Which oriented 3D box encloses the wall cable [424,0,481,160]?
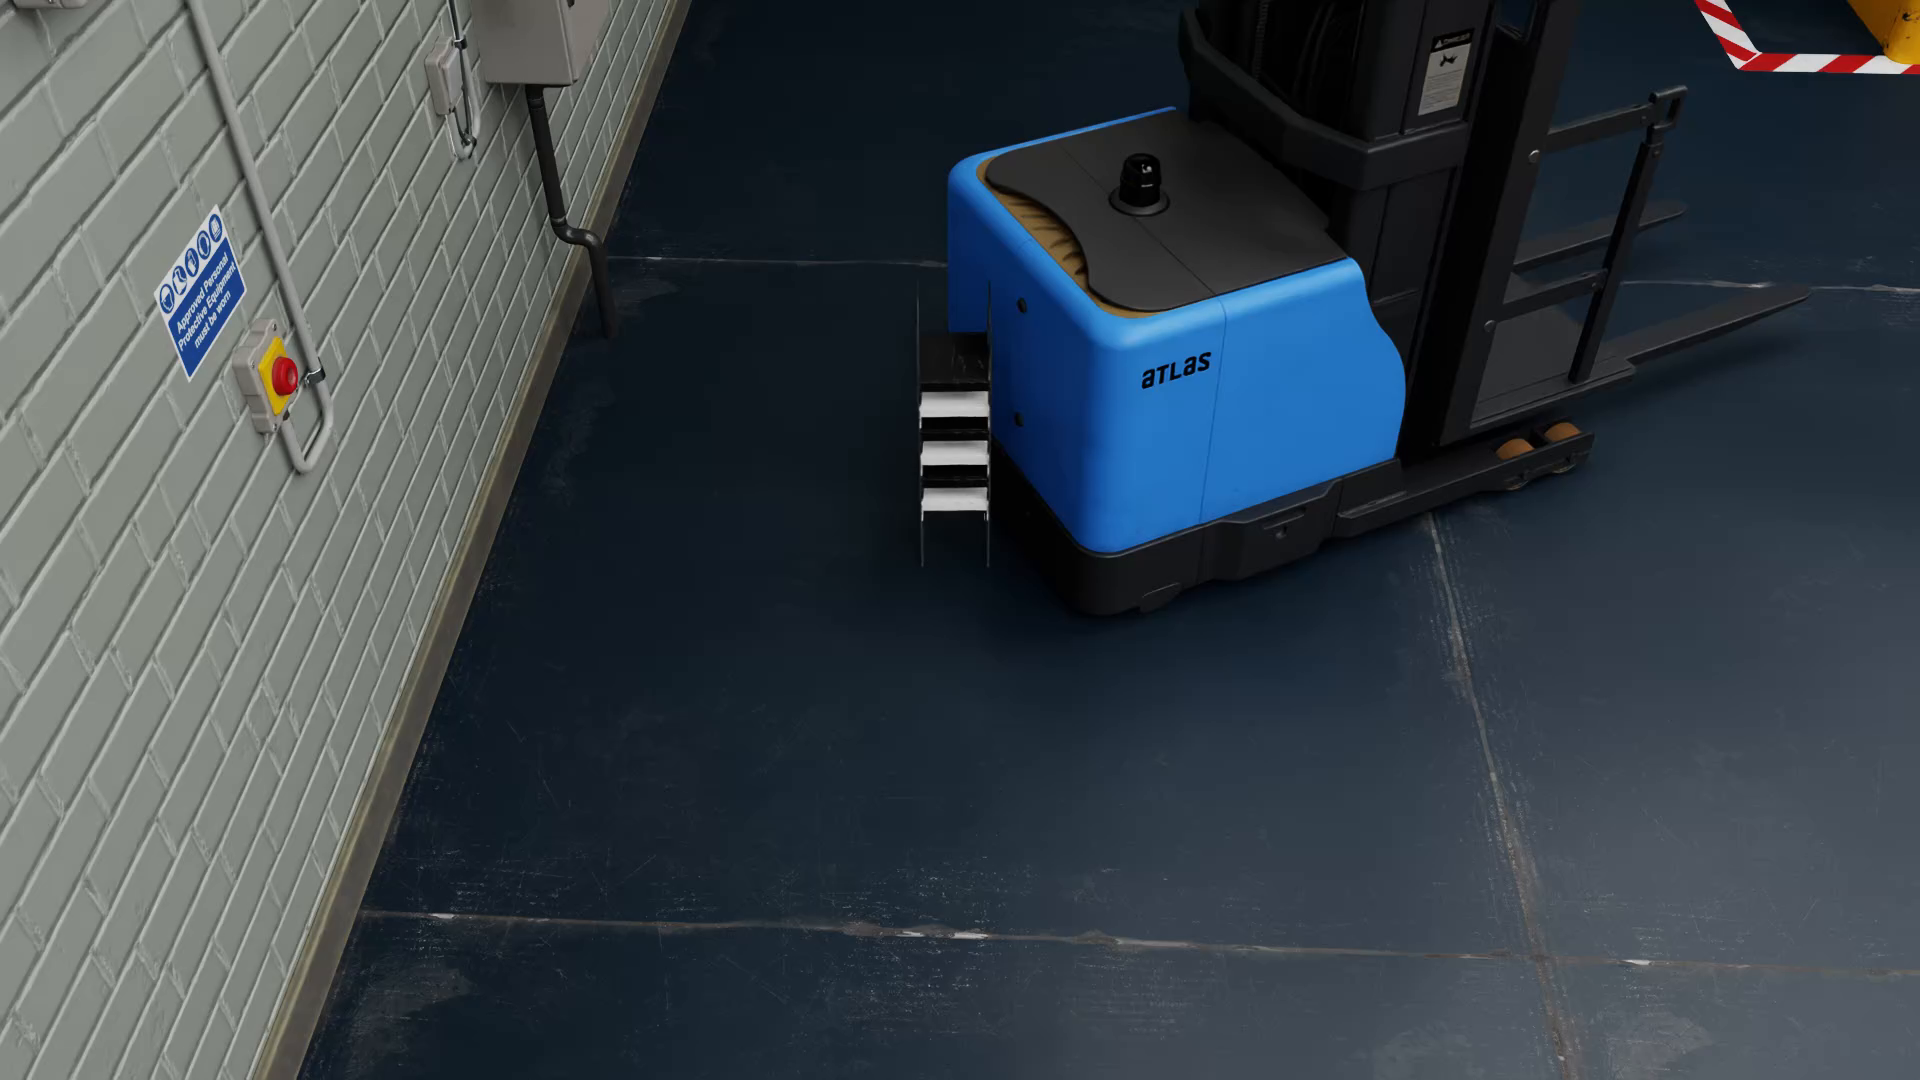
[{"bbox_3d":[-1.430,-1.776,4.211,0.122,1.984,0.588,2,43,2],"label":"wall cable"}]

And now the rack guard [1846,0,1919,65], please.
[{"bbox_3d":[4.448,-2.744,7.829,0.348,0.500,1.175,2,43,2],"label":"rack guard"}]

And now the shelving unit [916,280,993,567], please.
[{"bbox_3d":[-0.017,-0.327,4.940,0.210,0.900,0.258,-1,43,-1],"label":"shelving unit"}]

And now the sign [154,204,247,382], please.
[{"bbox_3d":[-1.545,-0.506,3.395,0.001,0.218,0.327,2,43,2],"label":"sign"}]

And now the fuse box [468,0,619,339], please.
[{"bbox_3d":[-1.242,-1.393,5.490,0.414,1.711,0.539,2,43,2],"label":"fuse box"}]

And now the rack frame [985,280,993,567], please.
[{"bbox_3d":[0.085,-0.328,4.941,0.006,0.900,0.240,-1,43,-1],"label":"rack frame"}]

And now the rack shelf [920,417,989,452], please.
[{"bbox_3d":[-0.017,-0.368,4.902,0.200,0.077,0.258,-1,43,-1],"label":"rack shelf"}]

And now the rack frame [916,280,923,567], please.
[{"bbox_3d":[-0.119,-0.326,4.940,0.006,0.900,0.240,-1,43,-1],"label":"rack frame"}]

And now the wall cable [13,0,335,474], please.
[{"bbox_3d":[-1.482,-0.822,3.163,0.123,1.953,0.585,2,43,2],"label":"wall cable"}]

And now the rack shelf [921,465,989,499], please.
[{"bbox_3d":[-0.017,-0.236,5.025,0.200,0.077,0.258,-1,43,-1],"label":"rack shelf"}]

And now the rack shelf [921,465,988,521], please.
[{"bbox_3d":[-0.017,-0.171,5.086,0.200,0.077,0.258,-1,43,-1],"label":"rack shelf"}]

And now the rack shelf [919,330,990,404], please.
[{"bbox_3d":[-0.017,-0.500,4.779,0.200,0.077,0.258,-1,43,-1],"label":"rack shelf"}]

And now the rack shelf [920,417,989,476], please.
[{"bbox_3d":[-0.017,-0.302,4.963,0.200,0.077,0.258,-1,43,-1],"label":"rack shelf"}]

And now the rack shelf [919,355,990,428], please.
[{"bbox_3d":[-0.017,-0.434,4.840,0.200,0.077,0.258,-1,43,-1],"label":"rack shelf"}]

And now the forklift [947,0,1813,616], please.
[{"bbox_3d":[1.505,-1.543,4.756,3.031,2.935,1.130,-18,46,-19],"label":"forklift"}]
